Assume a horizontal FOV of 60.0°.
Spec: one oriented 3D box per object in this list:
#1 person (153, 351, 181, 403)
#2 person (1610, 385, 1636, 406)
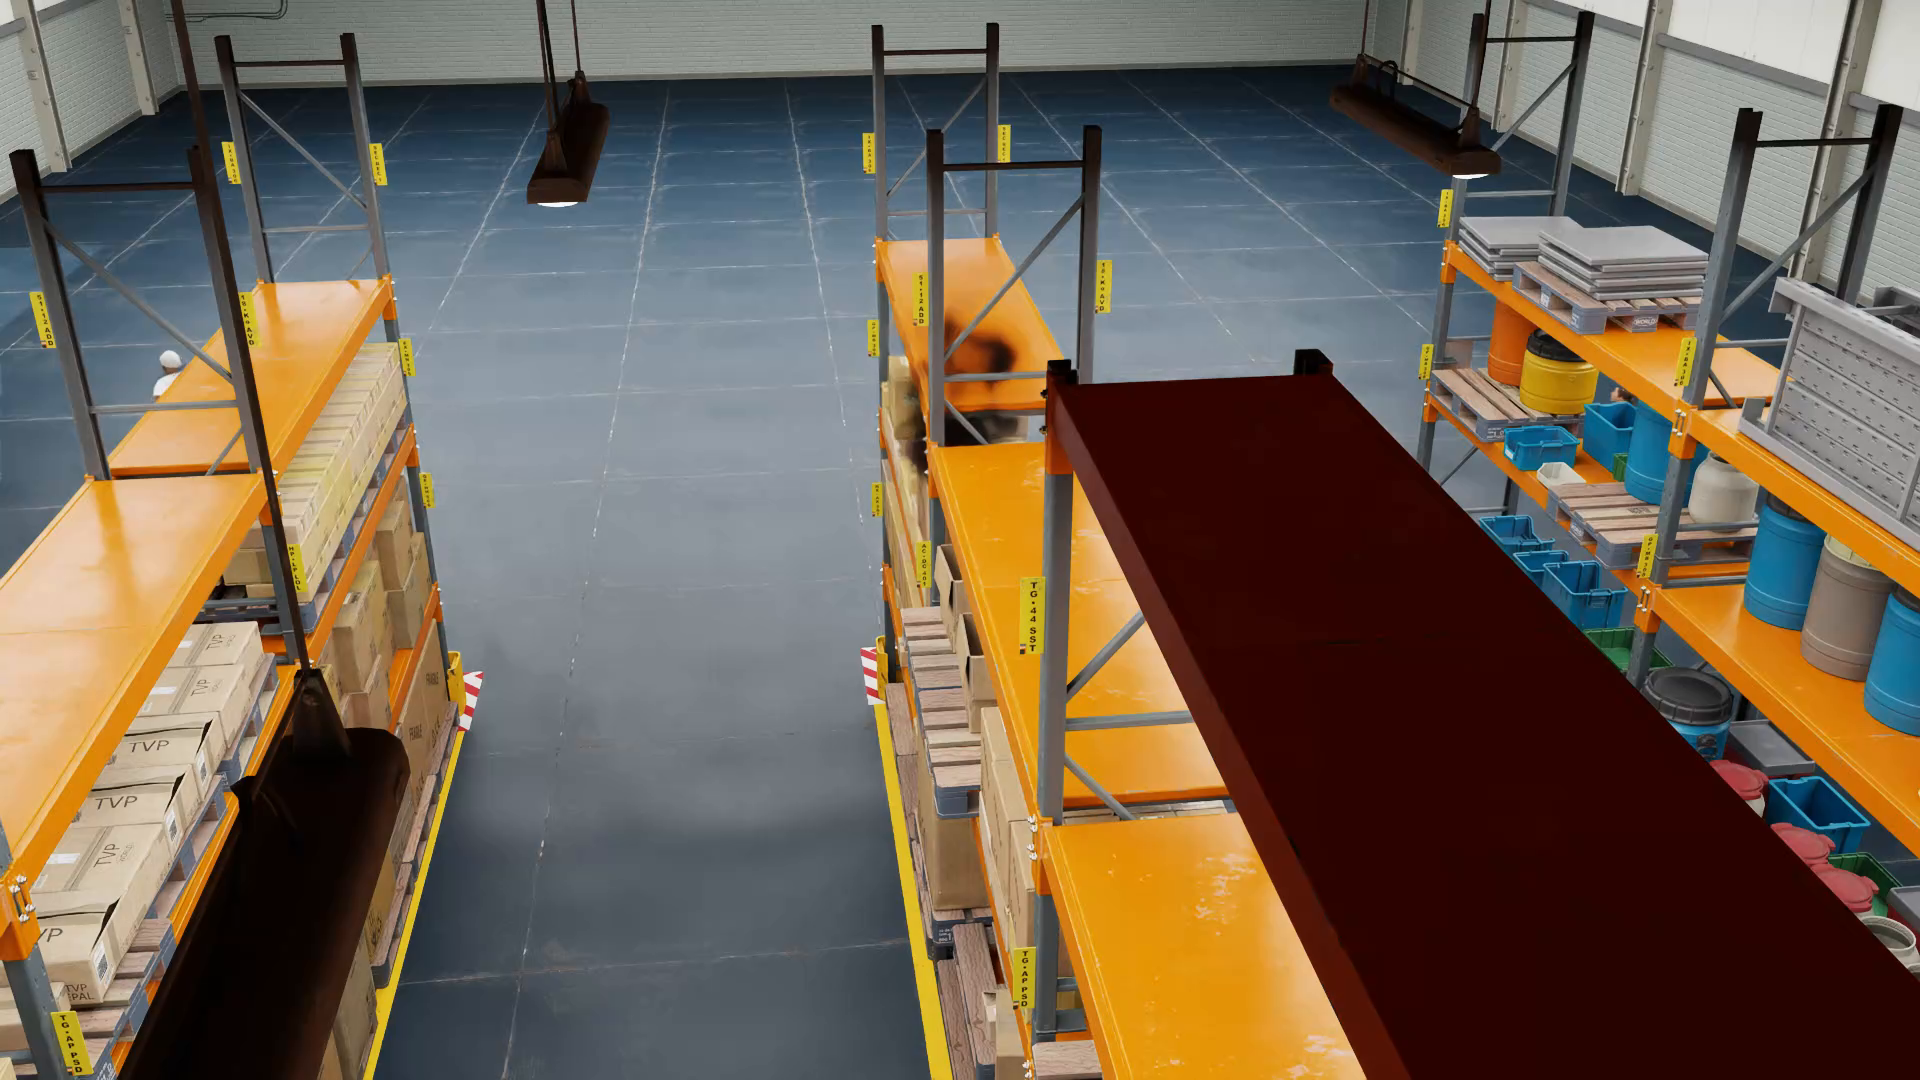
[{"bbox_3d":[-8.973,-1.301,19.199,0.889,1.798,0.710,22,33,38],"label":"person"},{"bbox_3d":[7.320,-0.907,18.514,0.842,1.634,0.581,13,28,25],"label":"person"}]
